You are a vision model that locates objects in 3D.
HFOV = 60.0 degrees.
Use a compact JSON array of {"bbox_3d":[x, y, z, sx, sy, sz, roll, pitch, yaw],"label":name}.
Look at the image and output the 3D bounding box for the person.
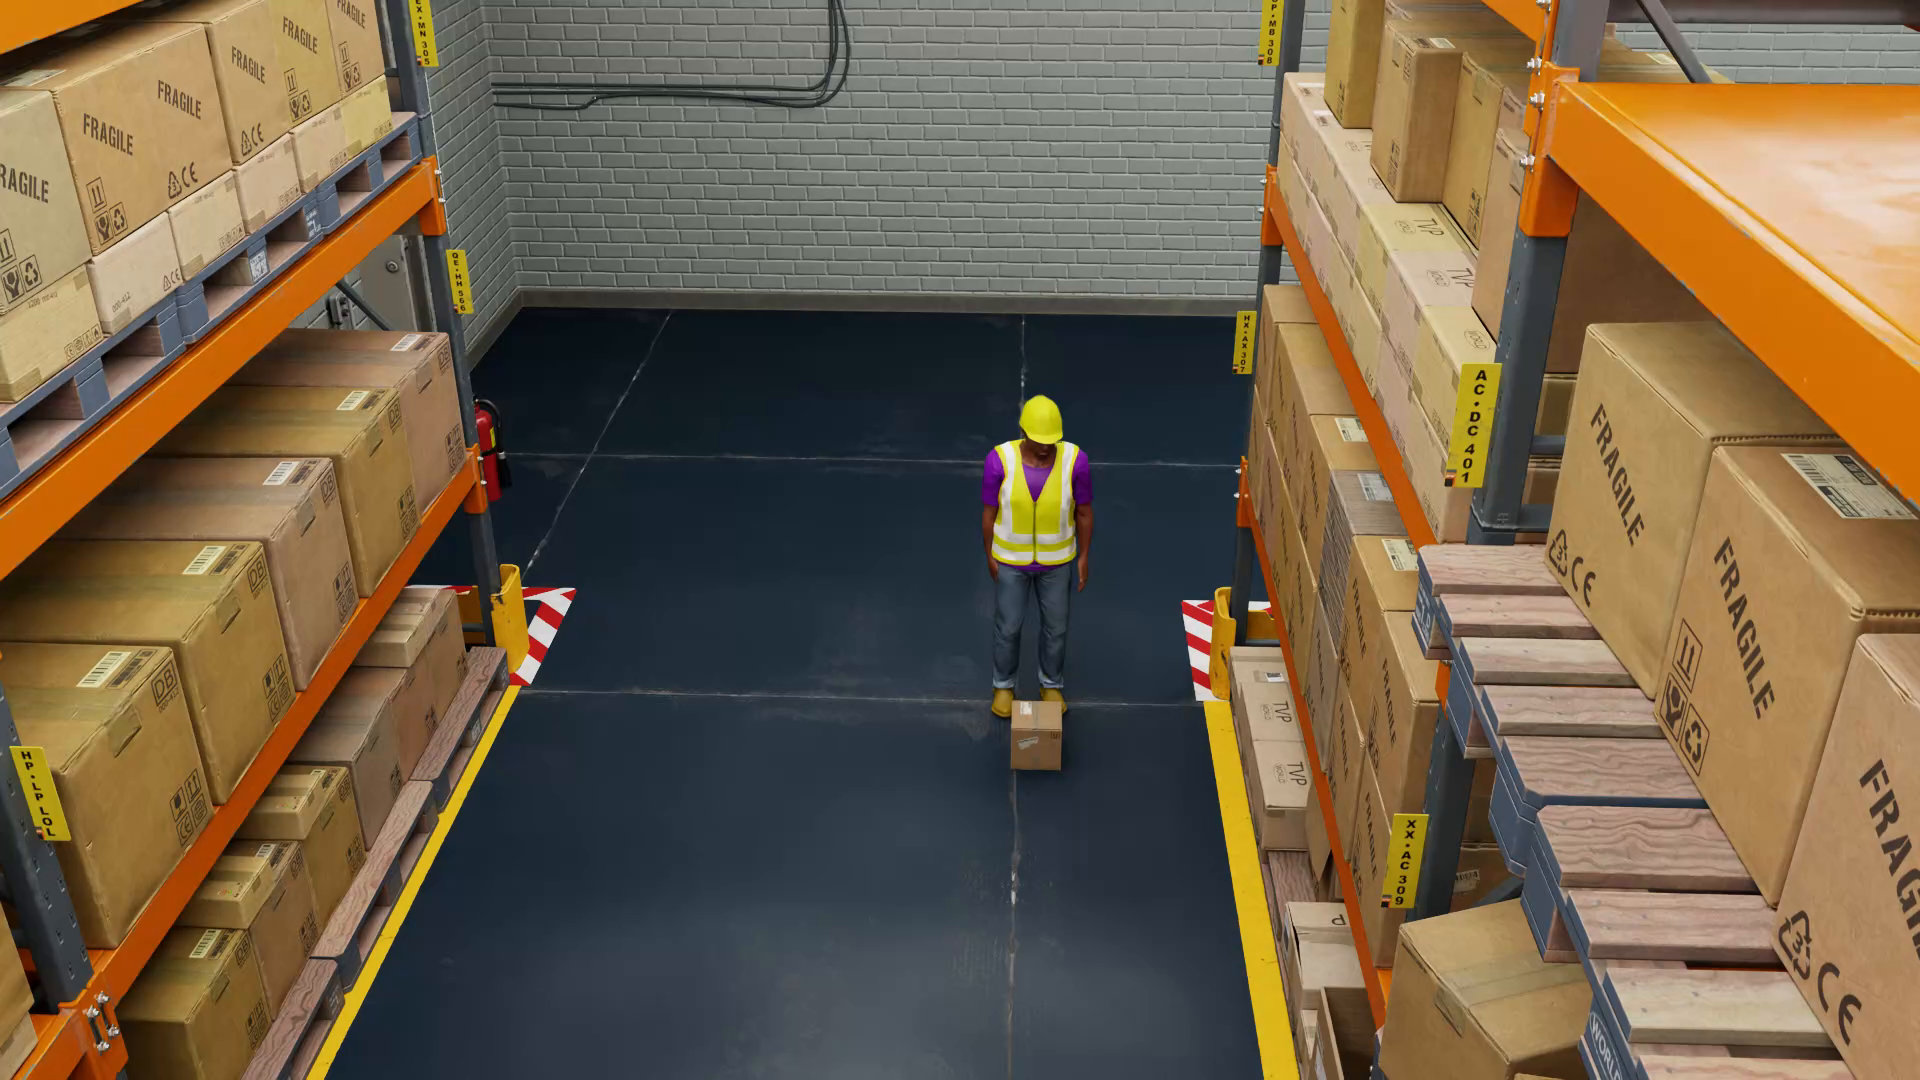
[{"bbox_3d":[0.389,0.084,8.441,0.567,1.761,0.363,-1,28,-1],"label":"person"}]
